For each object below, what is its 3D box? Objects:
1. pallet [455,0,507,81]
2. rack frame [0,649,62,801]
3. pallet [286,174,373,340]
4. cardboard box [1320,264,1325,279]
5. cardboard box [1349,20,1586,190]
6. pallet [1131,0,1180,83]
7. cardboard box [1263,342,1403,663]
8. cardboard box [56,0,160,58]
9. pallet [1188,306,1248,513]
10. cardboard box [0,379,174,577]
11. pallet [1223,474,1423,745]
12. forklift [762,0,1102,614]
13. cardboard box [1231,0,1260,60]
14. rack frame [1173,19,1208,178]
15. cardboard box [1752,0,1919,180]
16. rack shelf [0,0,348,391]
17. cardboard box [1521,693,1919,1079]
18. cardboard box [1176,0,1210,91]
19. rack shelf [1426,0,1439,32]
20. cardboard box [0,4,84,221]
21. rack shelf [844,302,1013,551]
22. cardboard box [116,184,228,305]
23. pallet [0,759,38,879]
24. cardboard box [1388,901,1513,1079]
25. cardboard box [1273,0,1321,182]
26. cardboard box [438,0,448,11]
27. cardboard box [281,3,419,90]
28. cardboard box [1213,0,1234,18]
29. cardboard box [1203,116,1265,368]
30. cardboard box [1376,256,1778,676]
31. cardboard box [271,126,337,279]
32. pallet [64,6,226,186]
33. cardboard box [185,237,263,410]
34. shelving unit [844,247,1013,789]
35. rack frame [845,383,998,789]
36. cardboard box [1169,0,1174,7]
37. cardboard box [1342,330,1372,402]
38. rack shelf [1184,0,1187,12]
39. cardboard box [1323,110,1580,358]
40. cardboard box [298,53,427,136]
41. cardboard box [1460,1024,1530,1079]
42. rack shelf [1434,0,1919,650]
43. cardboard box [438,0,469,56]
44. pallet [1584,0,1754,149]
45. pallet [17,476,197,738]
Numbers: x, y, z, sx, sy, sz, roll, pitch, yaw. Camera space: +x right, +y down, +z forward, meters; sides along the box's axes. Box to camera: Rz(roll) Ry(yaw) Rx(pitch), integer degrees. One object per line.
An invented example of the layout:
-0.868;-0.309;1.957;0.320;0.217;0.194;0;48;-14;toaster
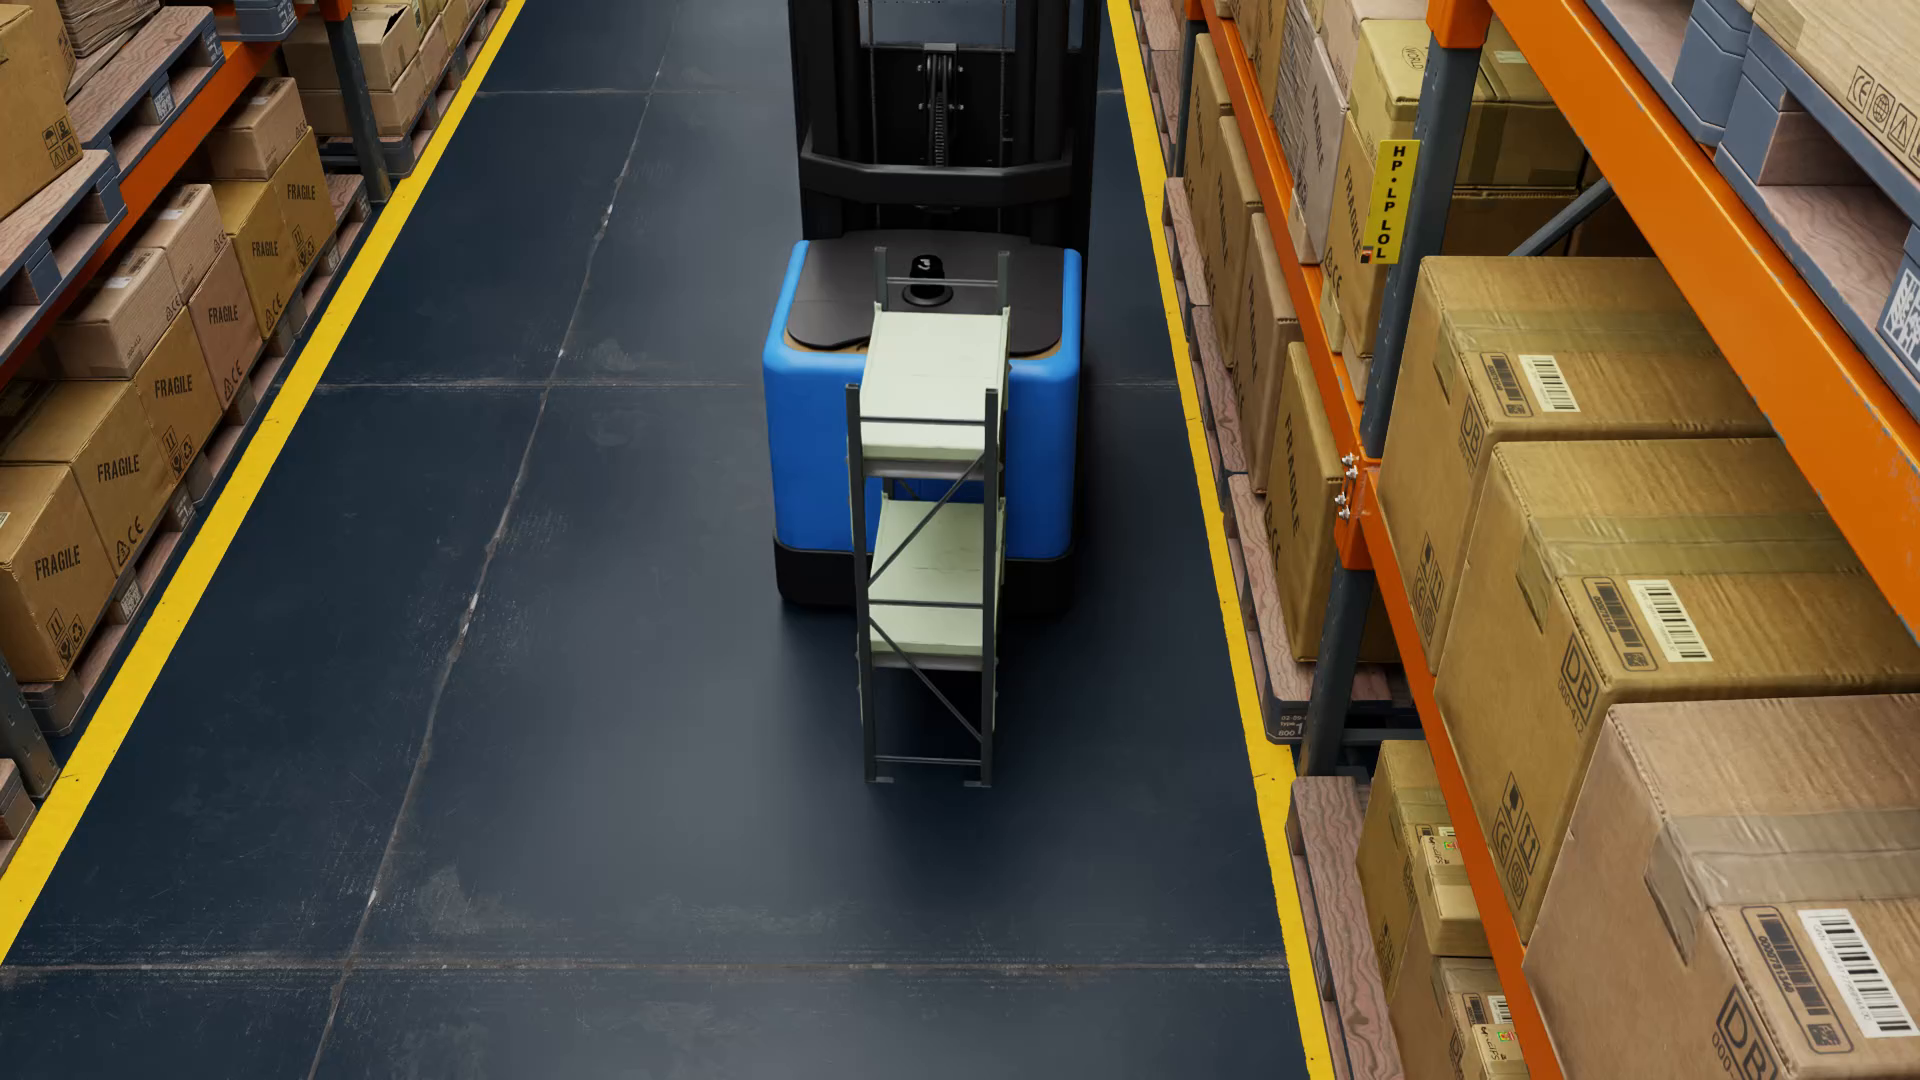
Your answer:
-3.341;-3.078;9.922;1.003;0.211;1.213;0;39;0;pallet
-3.375;-0.389;4.337;1.000;3.000;0.127;0;39;0;rack frame
-3.417;-1.335;7.748;1.003;0.211;1.213;0;39;0;pallet
1.316;-0.836;5.079;0.380;0.149;0.250;1;39;1;cardboard box
1.322;-1.142;4.343;0.500;0.250;0.500;1;39;1;cardboard box
1.576;-3.058;9.897;1.003;0.211;1.213;0;39;0;pallet
1.447;-0.126;5.392;0.750;0.750;0.750;0;39;0;cardboard box
-3.457;-2.128;6.091;0.700;0.500;0.500;7;39;8;cardboard box
1.498;-0.554;6.773;1.003;0.211;1.213;0;39;0;pallet
-3.144;-0.222;5.775;0.500;0.500;0.500;0;39;1;cardboard box
1.502;0.211;5.818;1.003;0.211;1.213;0;39;0;pallet
-0.036;-1.790;6.140;1.130;2.935;3.031;2;39;3;forklift
1.309;-2.118;6.160;0.500;0.500;0.500;0;39;0;cardboard box
1.574;-2.896;7.466;1.000;3.000;0.127;0;39;0;rack frame
1.310;-0.638;1.953;0.500;0.250;0.500;-1;39;-1;cardboard box
-3.378;-1.359;6.123;1.077;0.370;4.000;0;39;0;rack shelf
1.569;0.739;2.690;0.980;0.700;0.700;-2;39;-2;cardboard box
1.521;-2.543;8.672;0.700;0.500;0.500;0;39;1;cardboard box
1.576;-2.536;5.192;1.077;0.370;4.000;0;39;0;rack shelf
-3.217;-1.318;5.081;0.700;0.500;0.500;6;39;7;cardboard box
-0.077;-0.345;4.857;0.431;0.370;0.720;2;39;3;rack shelf
-3.135;-1.120;6.296;0.500;0.250;0.500;-1;39;-1;cardboard box
-3.376;1.129;4.673;1.003;0.211;1.213;0;39;0;pallet
1.474;1.198;4.019;0.700;0.500;0.500;0;39;-1;cardboard box
1.323;-1.480;5.364;0.500;0.500;0.500;0;39;0;cardboard box
-3.094;-3.175;9.228;0.500;0.311;0.500;-1;39;-1;cardboard box
-3.087;-2.528;8.420;0.500;0.311;0.500;1;39;1;cardboard box
1.250;-2.276;6.877;0.380;0.149;0.250;1;39;1;cardboard box
1.438;-1.214;6.749;0.750;0.750;0.750;0;39;0;cardboard box
1.563;-0.173;3.827;0.980;0.700;0.700;1;39;1;cardboard box
-3.144;-1.502;7.373;0.500;0.500;0.500;1;39;2;cardboard box
-3.373;-1.600;6.001;1.003;0.211;1.213;0;39;0;pallet
-3.137;-0.850;6.559;0.500;0.500;0.500;-1;39;-2;cardboard box
-0.077;-0.041;5.101;0.431;1.500;0.755;2;39;3;shelving unit
-0.100;0.188;4.816;0.400;1.500;0.023;2;39;3;rack frame
1.597;-3.492;9.855;0.700;0.500;0.500;0;39;0;cardboard box
1.295;-0.516;4.680;0.380;0.149;0.250;0;39;0;cardboard box
1.571;-3.866;9.251;1.077;0.370;4.000;0;39;0;rack shelf
1.326;-0.846;4.574;0.500;0.500;0.500;-1;39;-1;cardboard box
-3.087;-2.309;8.596;0.500;0.250;0.500;0;39;0;cardboard box
1.295;1.172;3.533;0.380;0.149;0.250;-1;39;-1;cardboard box
1.580;-0.034;2.071;1.077;0.370;4.000;0;39;0;rack shelf
-3.095;-2.949;9.394;0.500;0.250;0.500;-1;39;-1;cardboard box
1.569;-1.019;2.796;1.003;0.211;1.213;0;39;0;pallet
-3.414;0.190;5.844;1.003;0.211;1.213;0;39;0;pallet
